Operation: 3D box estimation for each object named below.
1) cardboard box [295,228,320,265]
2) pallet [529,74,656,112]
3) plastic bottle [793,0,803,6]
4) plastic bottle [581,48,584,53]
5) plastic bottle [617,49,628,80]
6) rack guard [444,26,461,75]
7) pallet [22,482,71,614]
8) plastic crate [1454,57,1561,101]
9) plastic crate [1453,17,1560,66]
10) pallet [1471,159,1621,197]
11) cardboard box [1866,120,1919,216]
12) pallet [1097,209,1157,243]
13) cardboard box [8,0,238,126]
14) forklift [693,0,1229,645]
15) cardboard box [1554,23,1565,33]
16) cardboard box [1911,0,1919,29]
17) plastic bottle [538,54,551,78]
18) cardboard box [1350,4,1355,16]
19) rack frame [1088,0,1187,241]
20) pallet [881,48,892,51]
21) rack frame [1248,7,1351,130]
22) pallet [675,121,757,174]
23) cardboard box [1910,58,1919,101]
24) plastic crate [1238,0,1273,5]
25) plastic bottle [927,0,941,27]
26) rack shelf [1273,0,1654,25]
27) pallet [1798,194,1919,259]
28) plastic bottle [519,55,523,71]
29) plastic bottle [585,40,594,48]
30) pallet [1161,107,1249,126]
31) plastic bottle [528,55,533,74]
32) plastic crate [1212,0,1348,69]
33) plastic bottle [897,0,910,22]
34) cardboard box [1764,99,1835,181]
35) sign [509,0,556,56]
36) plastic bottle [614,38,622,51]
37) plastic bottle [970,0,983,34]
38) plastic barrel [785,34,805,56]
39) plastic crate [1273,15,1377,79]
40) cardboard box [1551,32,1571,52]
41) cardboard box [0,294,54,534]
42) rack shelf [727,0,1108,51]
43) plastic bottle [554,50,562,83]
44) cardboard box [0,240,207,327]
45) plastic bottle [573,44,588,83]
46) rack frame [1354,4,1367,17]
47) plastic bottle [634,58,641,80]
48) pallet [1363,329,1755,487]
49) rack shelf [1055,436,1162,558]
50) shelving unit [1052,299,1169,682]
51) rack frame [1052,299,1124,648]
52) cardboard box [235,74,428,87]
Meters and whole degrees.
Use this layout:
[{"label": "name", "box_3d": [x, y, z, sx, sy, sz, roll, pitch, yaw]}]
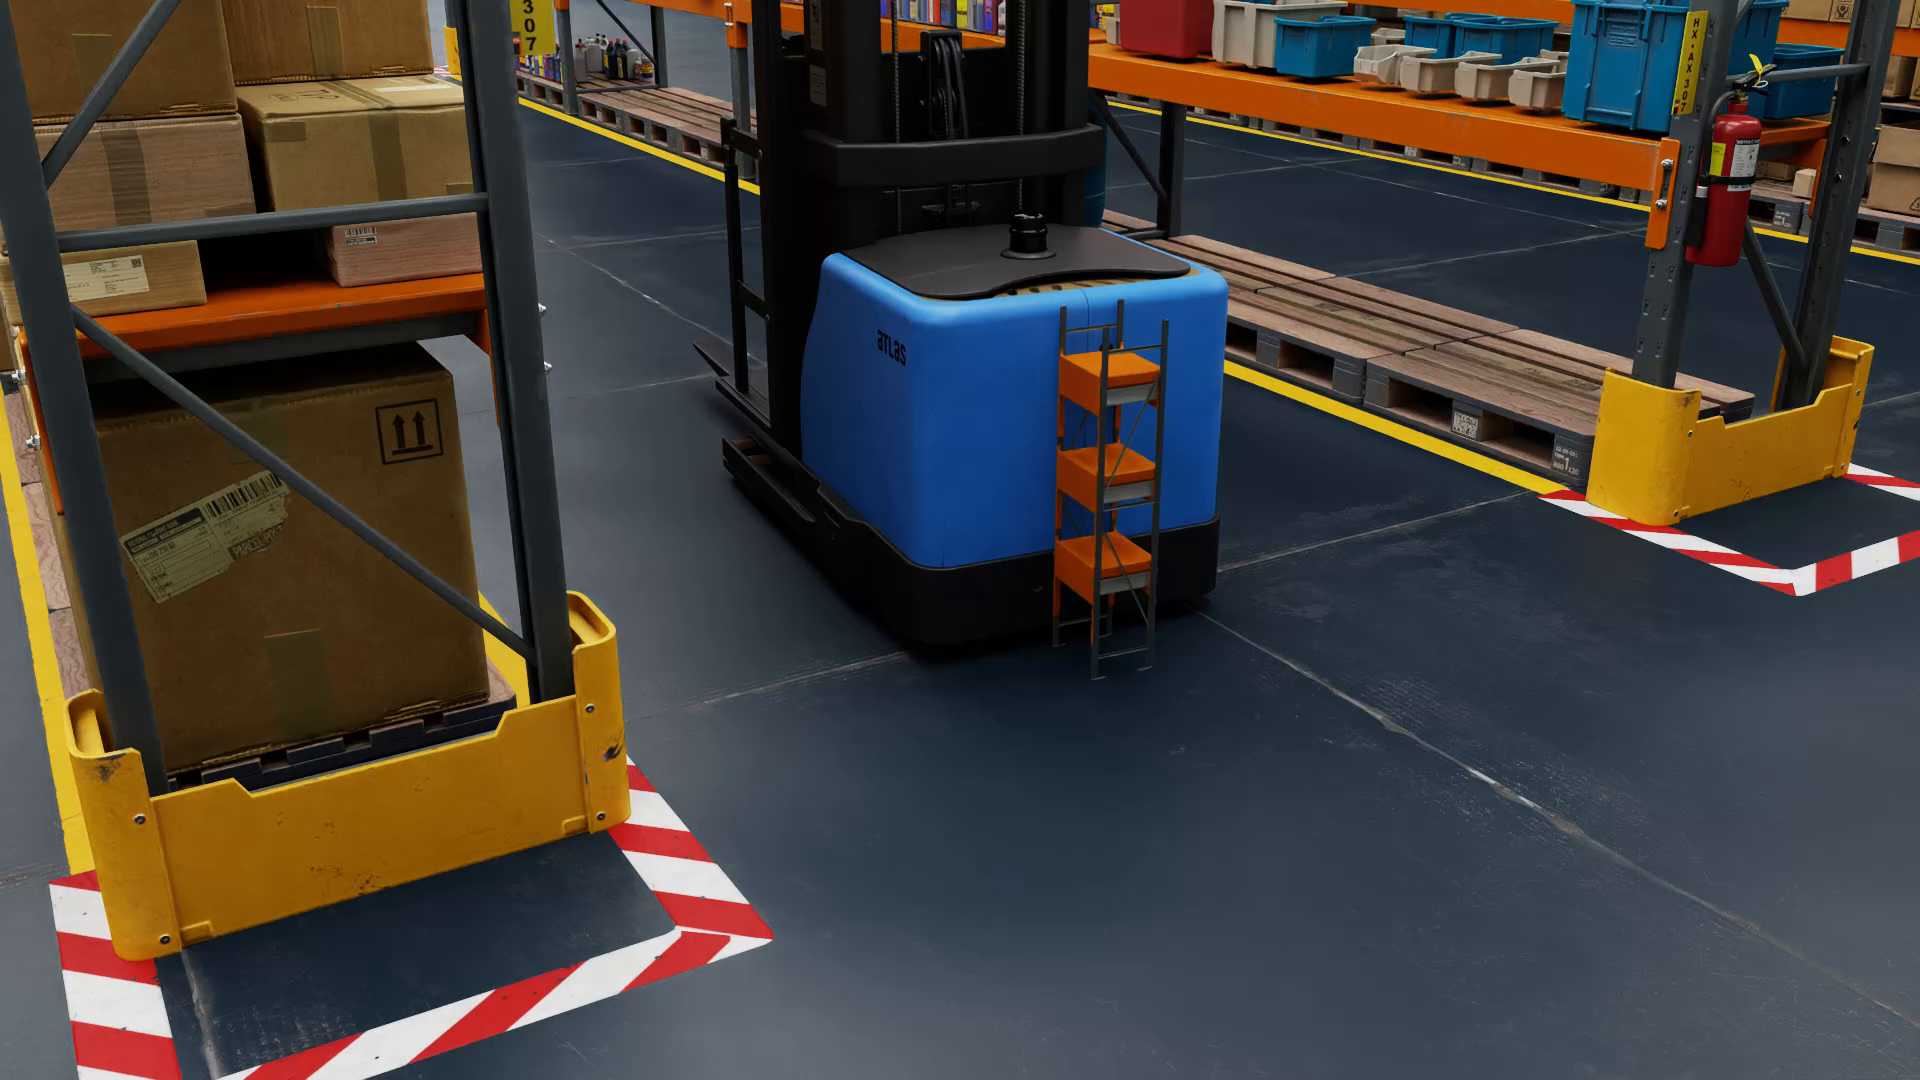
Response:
[{"label": "cardboard box", "box_3d": [-1.425, -0.793, 4.113, 0.380, 0.149, 0.250, -13, 25, -29]}, {"label": "pallet", "box_3d": [-3.574, -4.419, 16.404, 1.003, 0.211, 1.213, -13, 25, -28]}, {"label": "plastic bottle", "box_3d": [-1.044, -3.781, 11.296, 0.152, 0.276, 0.135, -13, 25, -28]}, {"label": "plastic bottle", "box_3d": [-3.917, -5.016, 17.301, 0.097, 0.201, 0.097, 0, 22, 0]}, {"label": "plastic bottle", "box_3d": [-3.333, -4.697, 16.408, 0.061, 0.283, 0.133, -13, 25, -28]}, {"label": "rack guard", "box_3d": [-5.231, -5.607, 18.942, 1.175, 0.500, 0.348, -13, 25, -28]}, {"label": "pallet", "box_3d": [-2.490, 0.005, 5.519, 1.003, 0.211, 1.213, -13, 25, -28]}, {"label": "plastic crate", "box_3d": [2.155, -1.833, 6.607, 0.396, 0.136, 0.243, -13, 25, -28]}, {"label": "plastic crate", "box_3d": [2.347, -2.121, 7.189, 0.416, 0.233, 0.300, -13, 25, -28]}, {"label": "pallet", "box_3d": [4.632, -2.812, 12.449, 1.003, 0.211, 1.213, -13, 25, -28]}, {"label": "cardboard box", "box_3d": [6.044, -2.288, 10.188, 0.797, 0.503, 0.637, -13, 25, -28]}, {"label": "pallet", "box_3d": [0.461, -1.862, 10.112, 1.003, 0.211, 1.213, -13, 25, -28]}, {"label": "cardboard box", "box_3d": [-1.870, -1.171, 3.518, 0.500, 0.500, 0.500, -12, 25, -28]}, {"label": "forklift", "box_3d": [-0.256, -1.571, 5.785, 1.130, 2.935, 3.031, -10, 24, -22]}, {"label": "cardboard box", "box_3d": [6.717, -5.554, 18.229, 0.700, 0.500, 0.500, -13, 25, -28]}, {"label": "cardboard box", "box_3d": [5.885, -3.185, 9.530, 0.500, 0.500, 0.500, -13, 25, -29]}, {"label": "plastic bottle", "box_3d": [-4.107, -4.782, 16.527, 0.144, 0.351, 0.185, -13, 25, -29]}, {"label": "cardboard box", "box_3d": [4.685, -6.765, 21.208, 0.500, 0.500, 0.500, -15, 26, -32]}, {"label": "rack frame", "box_3d": [0.819, -2.896, 8.953, 1.000, 3.000, 0.127, -13, 25, -28]}, {"label": "pallet", "box_3d": [-0.623, -6.201, 20.787, 1.003, 0.211, 1.213, -13, 25, -28]}, {"label": "rack frame", "box_3d": [3.036, -5.142, 14.480, 1.000, 3.000, 0.127, -13, 25, -28]}, {"label": "pallet", "box_3d": [-1.586, -3.157, 13.299, 1.003, 0.211, 1.213, -13, 25, -28]}, {"label": "cardboard box", "box_3d": [8.893, -4.186, 14.423, 0.750, 0.750, 0.750, -12, 25, -28]}, {"label": "plastic crate", "box_3d": [1.351, -2.831, 8.734, 0.392, 0.384, 0.575, -13, 25, -28]}, {"label": "plastic bottle", "box_3d": [-0.104, -3.186, 9.830, 0.152, 0.276, 0.135, -13, 25, -28]}, {"label": "rack shelf", "box_3d": [4.058, -4.162, 13.022, 1.077, 0.370, 4.000, -13, 25, -28]}, {"label": "pallet", "box_3d": [6.057, -1.938, 10.299, 1.003, 0.211, 1.213, -13, 25, -28]}, {"label": "plastic bottle", "box_3d": [-4.477, -4.963, 17.077, 0.097, 0.271, 0.097, 0, 22, 0]}, {"label": "plastic bottle", "box_3d": [-3.819, -5.081, 17.361, 0.152, 0.276, 0.135, -13, 26, -30]}, {"label": "pallet", "box_3d": [2.649, -4.125, 15.679, 1.003, 0.211, 1.213, -13, 25, -28]}, {"label": "plastic bottle", "box_3d": [-4.322, -4.865, 16.836, 0.097, 0.271, 0.097, 0, 22, 0]}, {"label": "plastic crate", "box_3d": [1.441, -2.339, 7.661, 0.437, 0.282, 0.530, -13, 25, -28]}, {"label": "plastic bottle", "box_3d": [-0.291, -3.304, 10.122, 0.152, 0.276, 0.135, -13, 25, -28]}, {"label": "cardboard box", "box_3d": [5.615, -2.764, 11.362, 0.500, 0.500, 0.500, -13, 25, -28]}, {"label": "sign", "box_3d": [-0.915, -1.191, 3.504, 0.100, 0.325, 0.005, -13, 25, -28]}, {"label": "plastic bottle", "box_3d": [-3.419, -4.865, 16.730, 0.144, 0.351, 0.185, -14, 26, -30]}, {"label": "plastic bottle", "box_3d": [0.154, -3.022, 9.428, 0.152, 0.276, 0.135, -13, 25, -28]}, {"label": "plastic barrel", "box_3d": [-0.959, -3.225, 12.087, 0.600, 0.830, 0.708, -13, 25, -28]}, {"label": "plastic crate", "box_3d": [1.593, -2.167, 7.302, 0.416, 0.233, 0.300, -13, 25, -28]}, {"label": "cardboard box", "box_3d": [4.531, -3.768, 12.838, 0.500, 0.250, 0.500, -13, 25, -28]}, {"label": "cardboard box", "box_3d": [-2.710, -0.633, 5.650, 0.875, 0.875, 0.875, -13, 25, -28]}, {"label": "rack shelf", "box_3d": [-0.202, -3.210, 10.681, 1.077, 0.370, 4.000, -13, 25, -28]}, {"label": "plastic bottle", "box_3d": [-3.844, -4.615, 16.117, 0.144, 0.351, 0.185, -13, 26, -30]}, {"label": "cardboard box", "box_3d": [-1.860, -0.584, 3.599, 0.380, 0.149, 0.250, -12, 25, -27]}, {"label": "plastic bottle", "box_3d": [-3.720, -4.643, 16.185, 0.144, 0.351, 0.185, -13, 25, -28]}, {"label": "rack frame", "box_3d": [5.250, -7.391, 20.013, 1.000, 3.000, 0.127, -13, 25, -28]}, {"label": "plastic bottle", "box_3d": [-3.157, -4.647, 16.392, 0.097, 0.201, 0.097, 0, 22, 0]}, {"label": "pallet", "box_3d": [2.475, -0.584, 6.968, 1.003, 0.211, 1.213, -13, 25, -28]}, {"label": "rack shelf", "box_3d": [0.421, -0.126, 4.755, 0.215, 0.259, 0.240, -10, 24, -22]}, {"label": "shelving unit", "box_3d": [0.421, -0.136, 4.751, 0.215, 1.050, 0.252, -10, 24, -22]}, {"label": "rack frame", "box_3d": [0.371, -0.177, 4.854, 0.200, 1.050, 0.008, -10, 24, -22]}, {"label": "cardboard box", "box_3d": [-1.680, -1.091, 4.317, 0.500, 0.250, 0.500, -13, 25, -29]}]
